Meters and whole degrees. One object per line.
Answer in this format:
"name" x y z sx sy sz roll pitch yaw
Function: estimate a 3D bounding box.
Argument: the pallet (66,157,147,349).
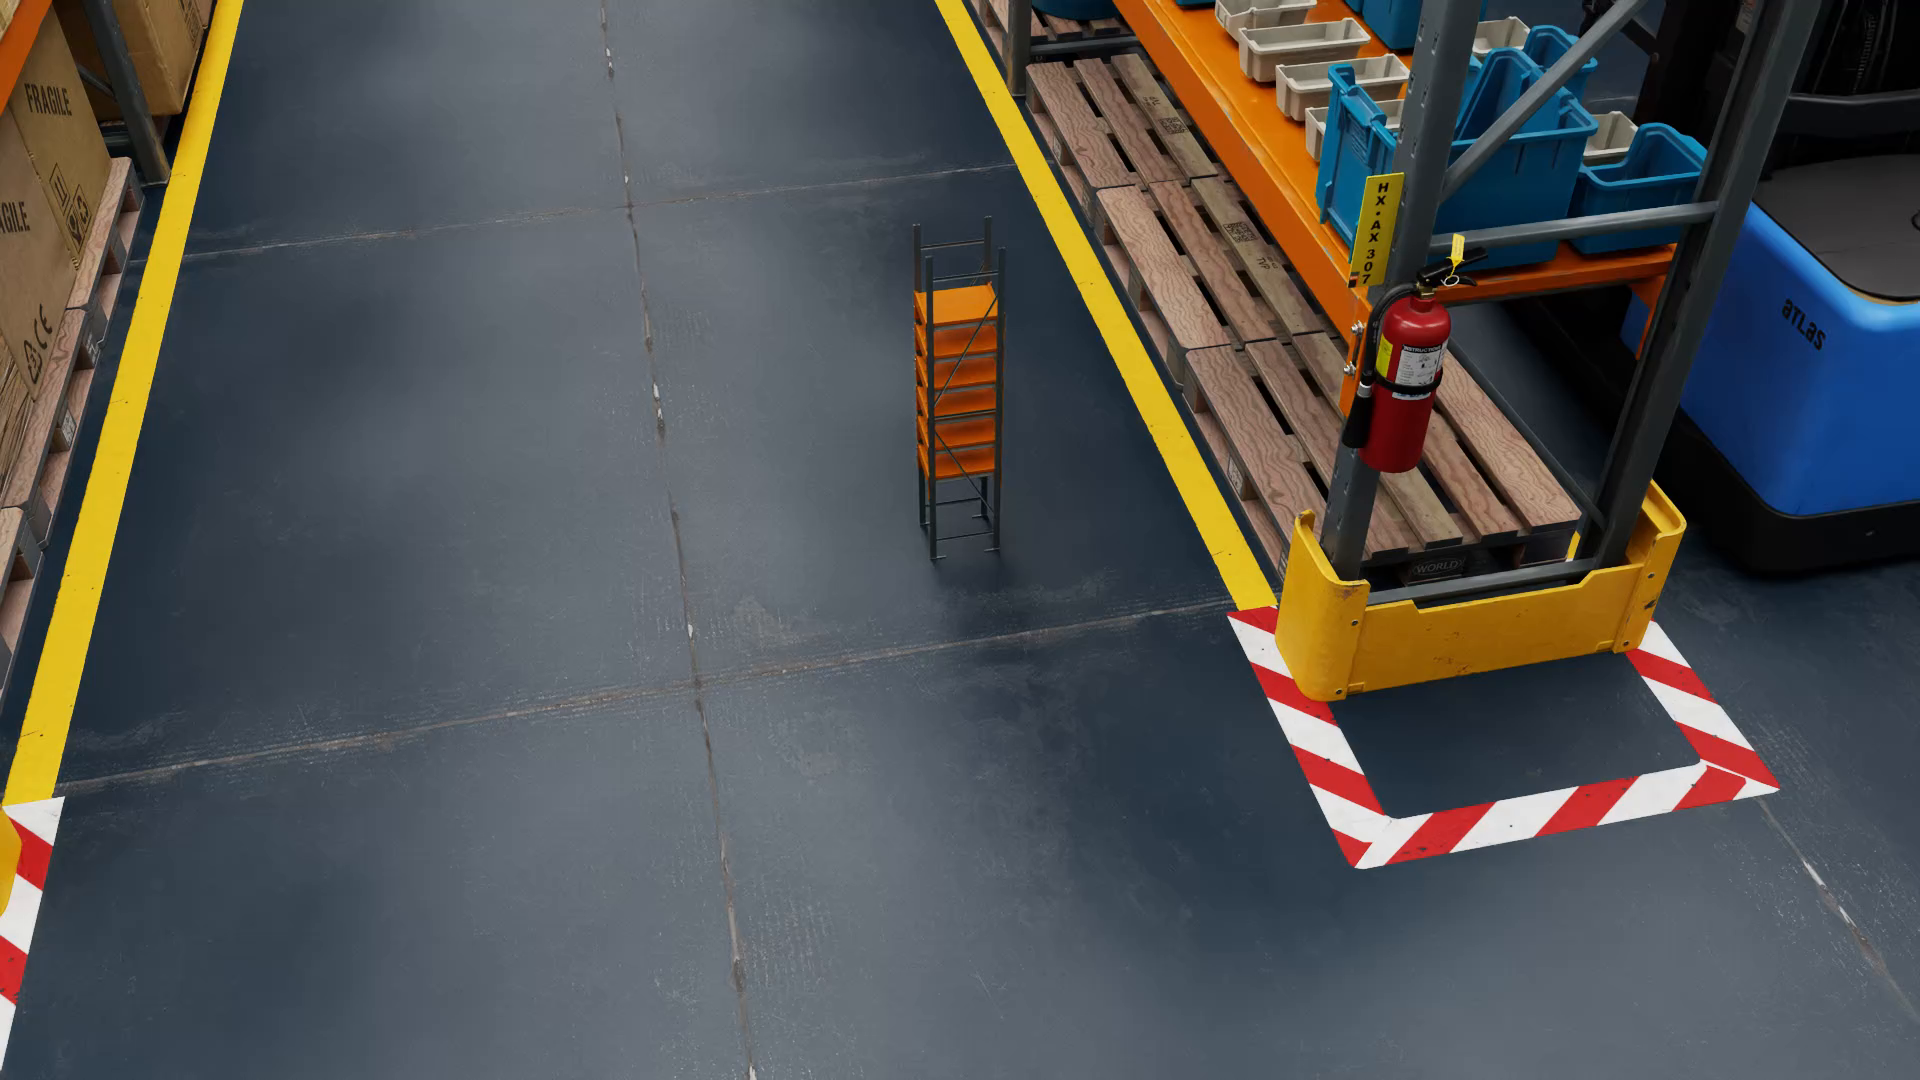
"pallet" -4.015 -1.153 6.890 1.003 0.211 1.213 -8 42 -9

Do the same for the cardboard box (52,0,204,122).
"cardboard box" -4.261 -2.475 7.562 1.225 0.875 0.875 -8 42 -9

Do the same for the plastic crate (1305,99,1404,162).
"plastic crate" 1.244 -1.243 5.045 0.396 0.136 0.243 -8 42 -9

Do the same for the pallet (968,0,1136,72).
"pallet" 0.607 -2.873 8.828 1.003 0.211 1.213 -8 42 -9

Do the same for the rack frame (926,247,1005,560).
"rack frame" 0.017 -0.399 5.295 0.240 1.200 0.006 -8 42 -9

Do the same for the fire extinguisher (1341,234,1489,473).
"fire extinguisher" 1.185 -0.486 4.377 0.296 0.674 0.183 -8 42 -9

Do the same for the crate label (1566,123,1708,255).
"crate label" 1.865 -0.984 4.680 0.416 0.233 0.303 -8 42 -9

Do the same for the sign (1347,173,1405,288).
"sign" 1.063 -0.789 4.256 0.100 0.325 0.005 -8 42 -9

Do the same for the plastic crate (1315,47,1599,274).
"plastic crate" 1.342 -1.043 4.594 0.616 0.435 0.499 -8 42 -9

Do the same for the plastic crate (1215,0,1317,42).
"plastic crate" 1.029 -1.800 5.671 0.298 0.136 0.250 -8 42 -9

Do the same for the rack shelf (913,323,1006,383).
"rack shelf" -0.003 -0.604 5.232 0.258 0.103 0.180 -8 42 -9

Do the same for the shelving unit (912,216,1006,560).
"shelving unit" -0.003 -0.458 5.362 0.258 1.200 0.189 -8 42 -9

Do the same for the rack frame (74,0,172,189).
"rack frame" -4.103 -2.700 6.532 1.000 3.000 0.127 -8 42 -9

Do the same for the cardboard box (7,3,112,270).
"cardboard box" -4.039 -1.623 6.603 0.875 0.875 0.875 -8 42 -9

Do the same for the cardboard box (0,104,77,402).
"cardboard box" -3.844 -1.040 5.946 0.875 0.875 0.875 -8 42 -9

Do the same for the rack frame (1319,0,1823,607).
"rack frame" 1.597 -0.817 4.411 1.000 3.000 0.127 -8 42 -9

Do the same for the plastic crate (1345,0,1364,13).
"plastic crate" 1.516 -2.032 5.861 0.416 0.233 0.300 -8 42 -9

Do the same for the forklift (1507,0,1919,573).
"forklift" 2.835 -1.974 5.766 1.130 2.935 3.031 -8 42 -9

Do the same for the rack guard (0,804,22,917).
"rack guard" -3.235 0.843 4.424 1.175 0.500 0.348 -8 42 -9

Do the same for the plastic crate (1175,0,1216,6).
"plastic crate" 0.903 -2.071 5.905 0.416 0.233 0.300 -8 42 -9

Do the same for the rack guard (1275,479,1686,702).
"rack guard" 1.614 0.132 5.225 1.175 0.500 0.348 -8 42 -9

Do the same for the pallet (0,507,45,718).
"pallet" -3.489 0.429 5.108 1.003 0.211 1.213 -8 42 -9

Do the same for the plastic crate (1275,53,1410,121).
"plastic crate" 1.195 -1.433 5.259 0.396 0.136 0.243 -8 42 -9

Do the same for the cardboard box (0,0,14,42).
"cardboard box" -3.495 -1.788 5.694 0.380 0.149 0.250 -8 42 -8

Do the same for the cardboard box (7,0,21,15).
"cardboard box" -3.551 -1.955 5.883 0.380 0.149 0.250 -8 42 -8

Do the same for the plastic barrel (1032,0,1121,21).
"plastic barrel" 0.632 -3.137 8.289 0.600 0.901 0.708 -8 42 -9

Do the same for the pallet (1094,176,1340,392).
"pallet" 1.197 -1.103 6.834 1.003 0.211 1.213 -8 42 -9

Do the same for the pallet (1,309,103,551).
"pallet" -3.749 -0.361 5.997 1.003 0.211 1.213 -8 42 -9

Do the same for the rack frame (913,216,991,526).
"rack frame" -0.023 -0.517 5.429 0.240 1.200 0.006 -8 42 -9

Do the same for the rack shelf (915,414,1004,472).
"rack shelf" -0.003 -0.335 5.471 0.258 0.103 0.180 -8 42 -9

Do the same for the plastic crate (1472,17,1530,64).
"plastic crate" 1.730 -1.607 5.455 0.250 0.136 0.298 -8 42 -9

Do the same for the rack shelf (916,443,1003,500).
"rack shelf" -0.003 -0.245 5.551 0.258 0.103 0.180 -8 42 -9

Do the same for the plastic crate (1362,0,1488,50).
"plastic crate" 1.580 -1.837 5.641 0.416 0.233 0.300 -8 42 -9

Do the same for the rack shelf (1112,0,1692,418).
"rack shelf" 1.165 -1.844 6.110 1.077 0.370 4.000 -8 42 -9

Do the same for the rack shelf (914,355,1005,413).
"rack shelf" -0.003 -0.515 5.312 0.258 0.103 0.180 -8 42 -9

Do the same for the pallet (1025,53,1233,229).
"pallet" 0.930 -1.896 7.727 1.003 0.211 1.213 -8 42 -9

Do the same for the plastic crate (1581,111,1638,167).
"plastic crate" 1.876 -1.168 4.959 0.250 0.136 0.298 -8 42 -9

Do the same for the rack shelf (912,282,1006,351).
"rack shelf" -0.003 -0.694 5.153 0.258 0.103 0.180 -8 42 -9

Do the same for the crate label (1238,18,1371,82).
"crate label" 1.111 -1.610 5.458 0.396 0.136 0.243 -8 42 -9

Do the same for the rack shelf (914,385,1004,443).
"rack shelf" -0.003 -0.425 5.392 0.258 0.103 0.180 -8 42 -9

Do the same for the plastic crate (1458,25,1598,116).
"plastic crate" 1.723 -1.411 5.161 0.416 0.233 0.300 -8 42 -9

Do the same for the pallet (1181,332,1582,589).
"pallet" 1.456 -0.314 5.945 1.003 0.211 1.213 -8 42 -9

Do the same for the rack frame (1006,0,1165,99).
"rack frame" 0.733 -3.410 7.332 1.000 3.000 0.127 -8 42 -9

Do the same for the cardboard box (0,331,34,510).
"cardboard box" -3.652 -0.463 5.296 0.875 0.875 0.875 -8 42 -9

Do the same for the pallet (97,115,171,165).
"pallet" -4.343 -2.147 8.009 1.003 0.211 1.213 -8 42 -9

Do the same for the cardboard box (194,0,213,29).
"cardboard box" -4.454 -3.054 8.215 1.225 0.875 0.875 -10 43 -11
